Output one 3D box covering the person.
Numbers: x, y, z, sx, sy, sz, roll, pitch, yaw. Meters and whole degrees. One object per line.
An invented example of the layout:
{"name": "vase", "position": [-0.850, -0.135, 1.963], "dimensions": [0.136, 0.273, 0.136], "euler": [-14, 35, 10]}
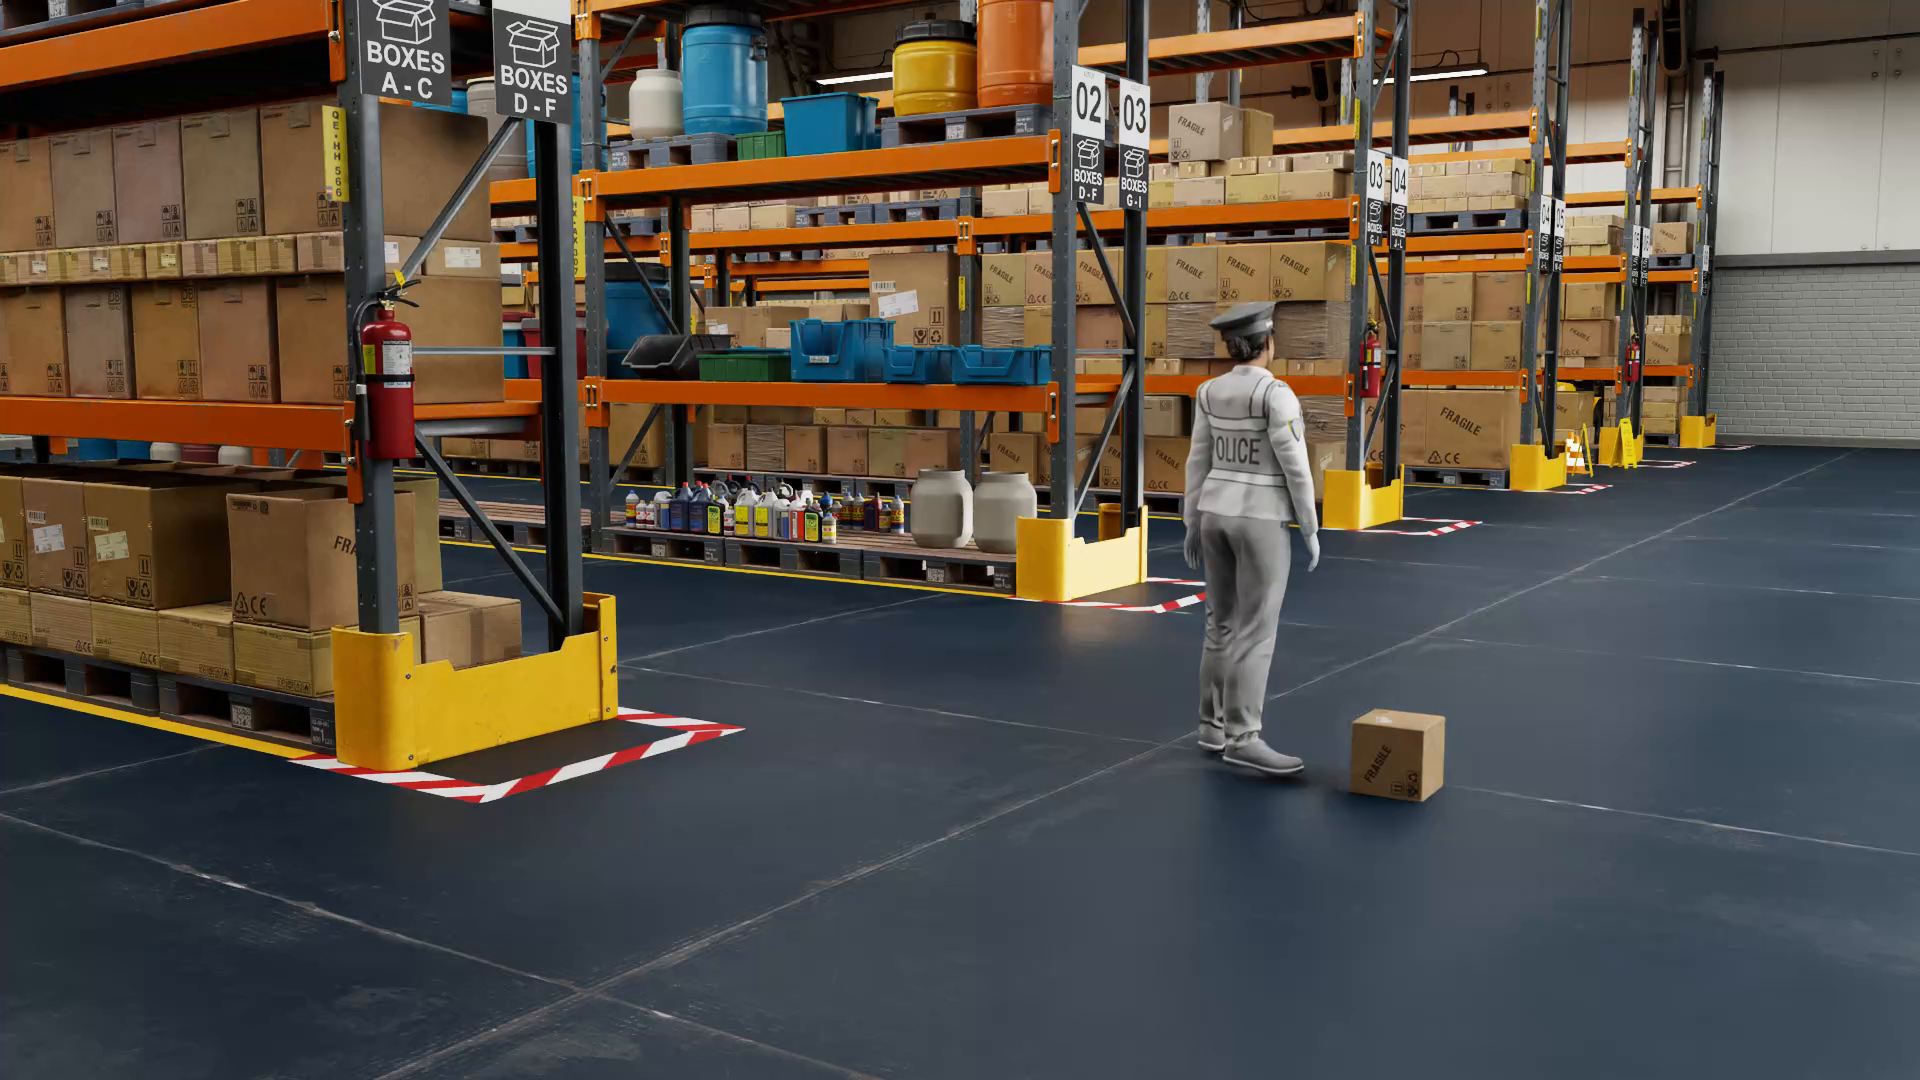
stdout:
{"name": "person", "position": [1.059, -0.021, 6.039], "dimensions": [0.421, 1.685, 0.608], "euler": [-5, 8, -37]}
